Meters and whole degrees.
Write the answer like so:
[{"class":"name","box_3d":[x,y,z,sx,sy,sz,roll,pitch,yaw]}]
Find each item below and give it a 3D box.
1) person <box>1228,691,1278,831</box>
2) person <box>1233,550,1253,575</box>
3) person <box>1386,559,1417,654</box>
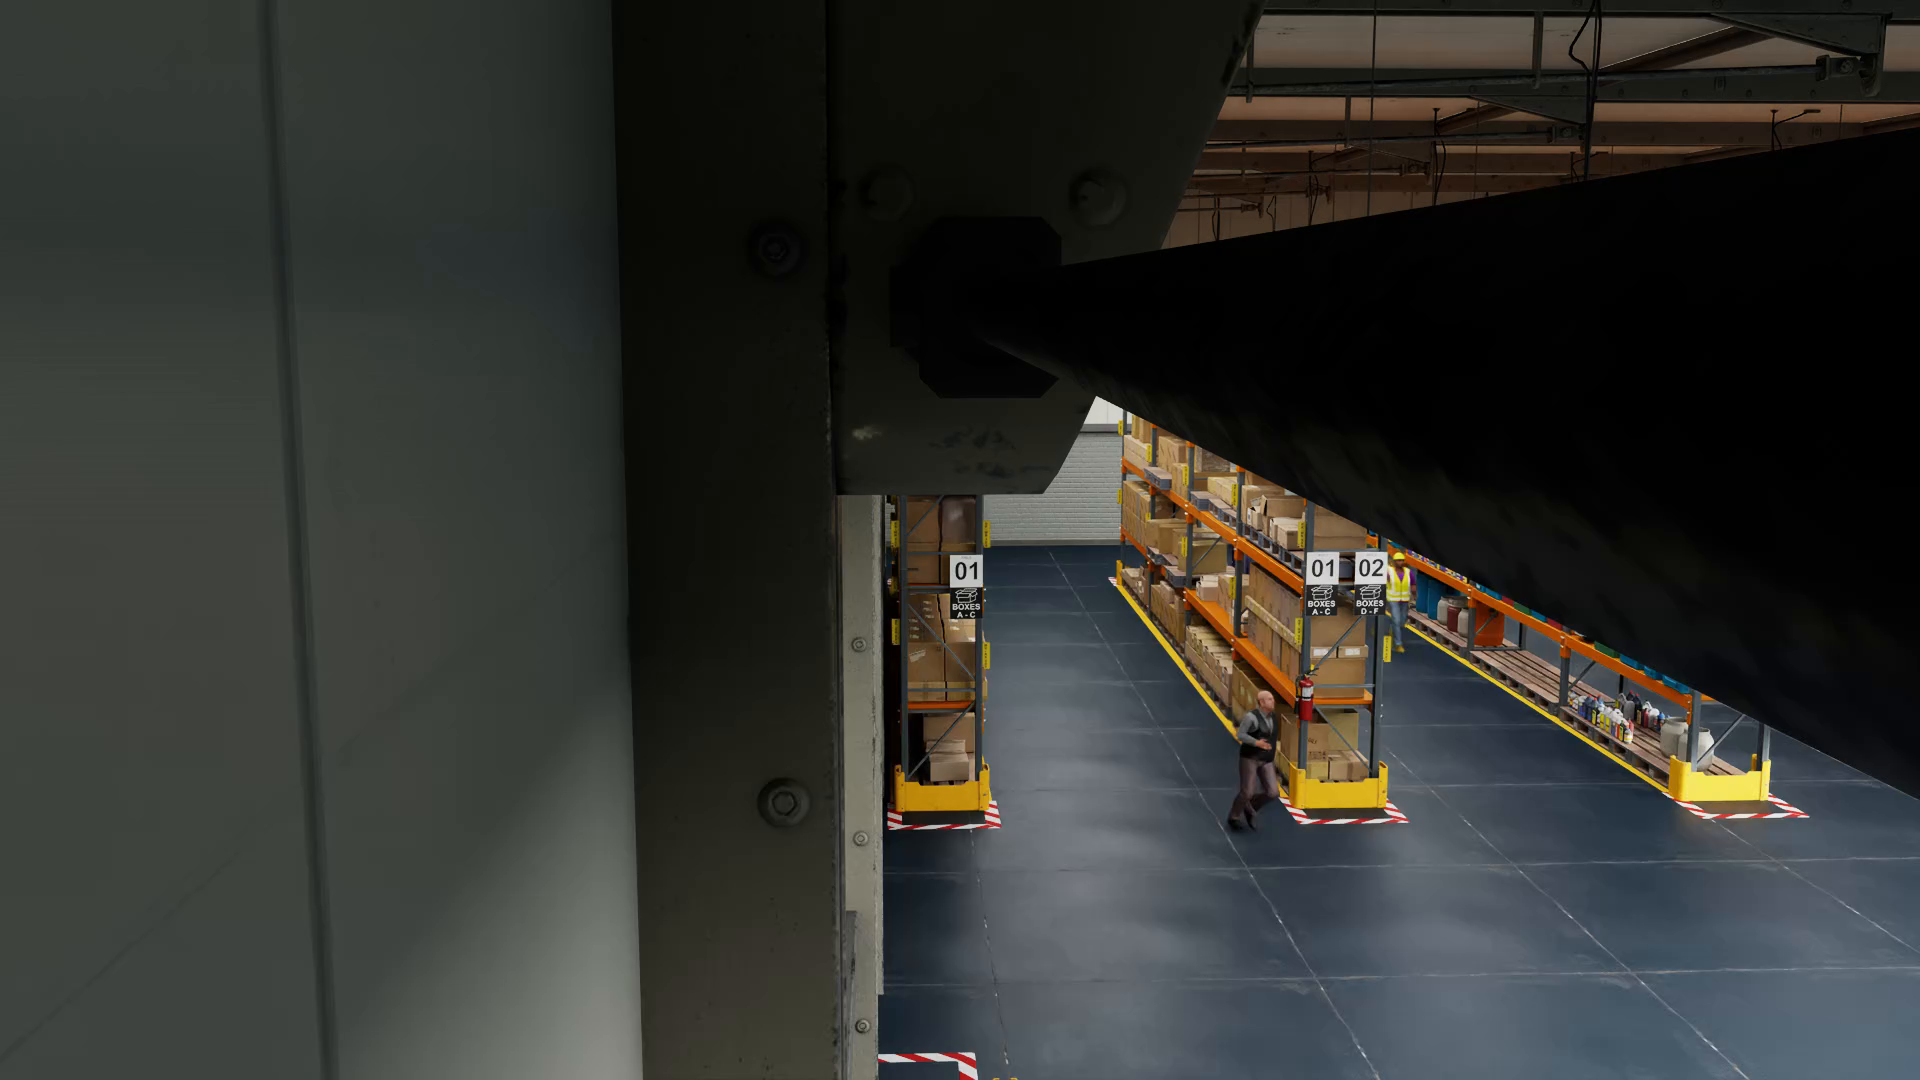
[{"class":"person","box_3d":[3.580,2.619,19.694,0.665,1.677,0.619,-4,9,-26]},{"class":"person","box_3d":[6.014,0.310,35.417,0.575,1.670,0.906,-2,9,-11]},{"class":"person","box_3d":[7.822,1.113,29.780,0.700,1.723,0.881,-1,8,-6]}]
